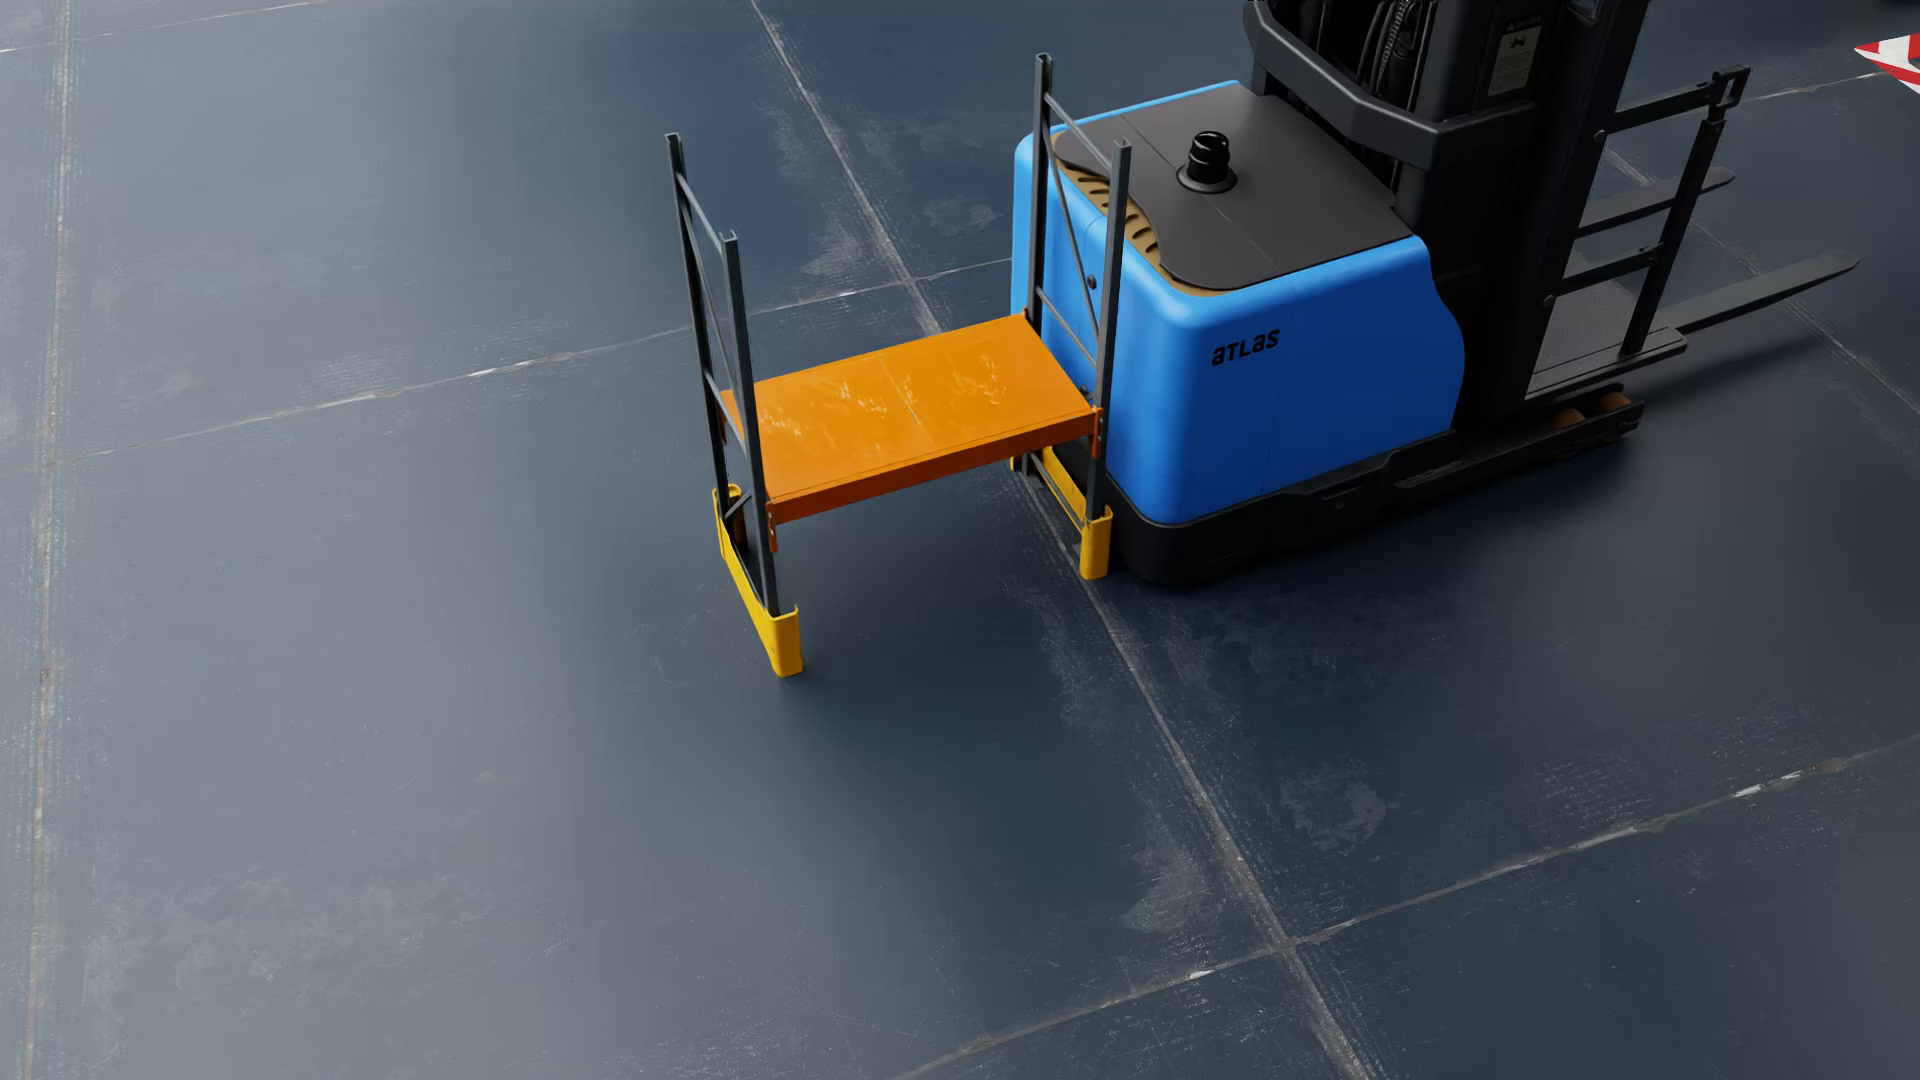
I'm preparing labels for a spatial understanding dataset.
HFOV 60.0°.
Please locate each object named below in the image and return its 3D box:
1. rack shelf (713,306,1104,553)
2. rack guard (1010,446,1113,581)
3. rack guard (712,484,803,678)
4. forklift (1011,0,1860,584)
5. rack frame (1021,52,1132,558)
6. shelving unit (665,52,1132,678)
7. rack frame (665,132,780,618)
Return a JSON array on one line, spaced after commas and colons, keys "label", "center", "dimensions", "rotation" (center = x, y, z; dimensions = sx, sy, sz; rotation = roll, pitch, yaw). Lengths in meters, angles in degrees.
[{"label": "rack shelf", "center": [-0.155, -0.335, 4.779], "dimensions": [1.000, 0.185, 0.538], "rotation": [-17, 47, -16]}, {"label": "rack guard", "center": [0.312, -0.161, 5.234], "dimensions": [0.087, 0.250, 0.587], "rotation": [-17, 47, -16]}, {"label": "rack guard", "center": [-0.605, 0.115, 4.959], "dimensions": [0.087, 0.250, 0.587], "rotation": [-17, 47, -16]}, {"label": "forklift", "center": [1.705, -1.624, 4.799], "dimensions": [3.031, 2.935, 1.130], "rotation": [-19, 48, -18]}, {"label": "rack frame", "center": [0.313, -0.603, 4.792], "dimensions": [0.032, 1.500, 0.500], "rotation": [-17, 47, -16]}, {"label": "shelving unit", "center": [-0.147, -0.464, 4.654], "dimensions": [1.083, 1.500, 0.587], "rotation": [-17, 47, -16]}, {"label": "rack frame", "center": [-0.623, -0.321, 4.511], "dimensions": [0.032, 1.500, 0.500], "rotation": [-17, 47, -16]}]
